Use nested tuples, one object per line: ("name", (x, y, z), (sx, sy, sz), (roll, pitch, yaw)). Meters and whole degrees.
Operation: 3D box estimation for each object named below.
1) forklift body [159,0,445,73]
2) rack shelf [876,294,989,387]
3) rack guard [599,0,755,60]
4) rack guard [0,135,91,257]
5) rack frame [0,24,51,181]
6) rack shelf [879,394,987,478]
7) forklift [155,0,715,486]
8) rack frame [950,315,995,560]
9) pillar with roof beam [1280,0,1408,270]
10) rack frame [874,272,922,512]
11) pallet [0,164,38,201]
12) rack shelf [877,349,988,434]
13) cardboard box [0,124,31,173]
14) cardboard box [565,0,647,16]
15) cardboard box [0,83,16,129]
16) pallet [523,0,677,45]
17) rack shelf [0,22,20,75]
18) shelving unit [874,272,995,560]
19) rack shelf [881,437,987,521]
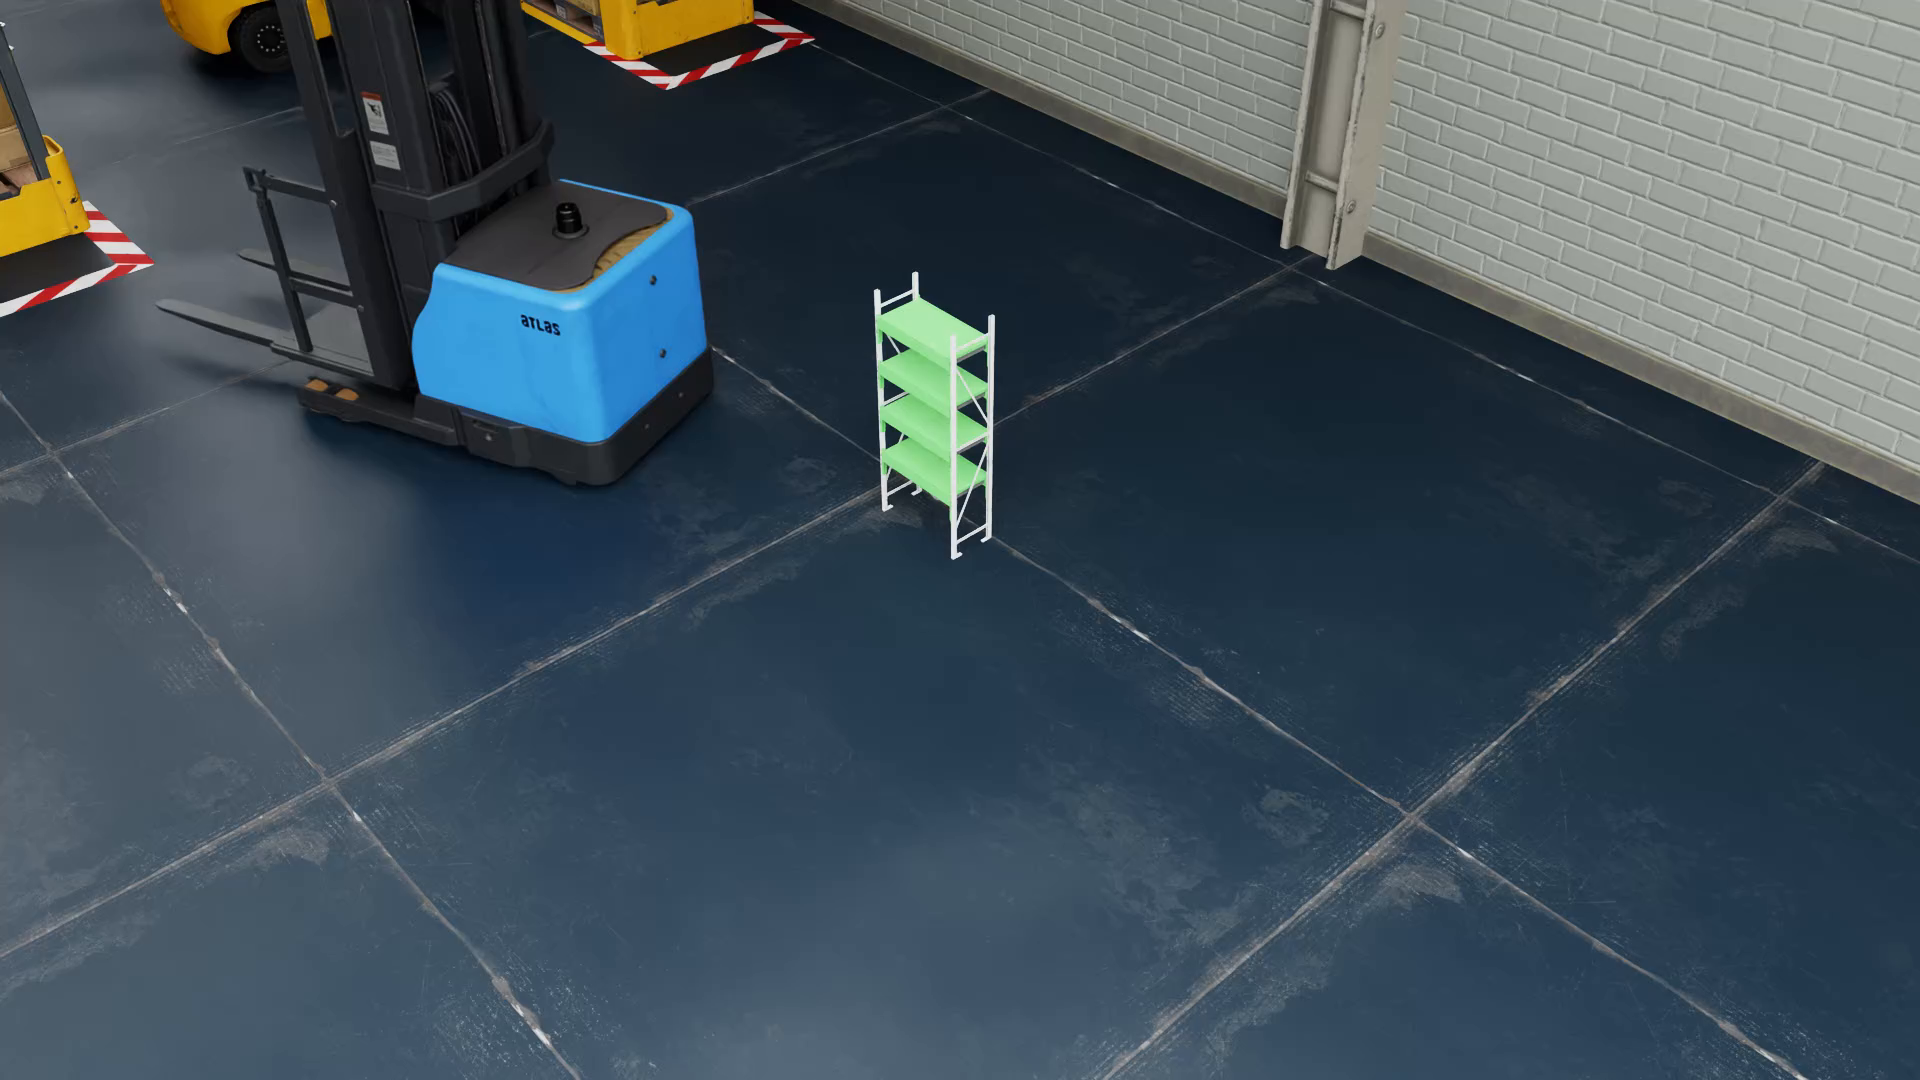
("forklift body", (-4.726, -4.739, 11.906), (2.313, 2.155, 1.214), (-30, 48, -32))
("rack shelf", (-0.112, -0.867, 7.206), (0.258, 0.148, 0.480), (-30, 48, -32))
("rack guard", (-2.083, -3.984, 12.285), (1.175, 0.500, 0.348), (-30, 48, -32))
("rack guard", (-5.804, -1.919, 9.728), (1.175, 0.500, 0.348), (-30, 48, -32))
("rack frame", (-5.753, -2.856, 8.899), (1.000, 3.000, 0.127), (-30, 48, -32))
("rack shelf", (-0.112, -0.494, 7.508), (0.258, 0.148, 0.480), (-30, 48, -32))
("forklift", (-2.833, -2.025, 7.925), (3.031, 2.935, 1.130), (16, 42, 19))
("rack frame", (0.053, -0.430, 7.328), (0.240, 1.200, 0.015), (-30, 48, -32))
("pillar with roof beam", (-1.019, -3.400, 4.798), (9.100, 9.000, 0.400), (-30, 48, -32))
("rack frame", (-0.277, -0.656, 7.608), (0.240, 1.200, 0.015), (-30, 48, -32))
("pallet", (-6.328, -2.198, 10.303), (1.003, 0.211, 1.213), (-30, 48, -32))
("rack shelf", (-0.112, -0.680, 7.357), (0.258, 0.148, 0.480), (-30, 48, -32))
("cardboard box", (-6.095, -2.441, 10.239), (0.500, 0.250, 0.500), (-30, 48, -32))
("cardboard box", (-2.650, -4.144, 12.348), (0.500, 0.250, 0.500), (-30, 47, -31))
("cardboard box", (-6.111, -2.743, 10.017), (0.500, 0.500, 0.500), (-32, 49, -33))
("pallet", (-2.647, -4.219, 12.805), (1.003, 0.211, 1.213), (-30, 48, -32))
("rack shelf", (-7.106, -3.502, 10.271), (1.077, 0.370, 4.000), (-30, 48, -32))
("shelving unit", (-0.112, -0.543, 7.468), (0.258, 1.200, 0.503), (-30, 48, -32))
("rack shelf", (-0.112, -0.307, 7.659), (0.258, 0.148, 0.480), (-30, 48, -32))
